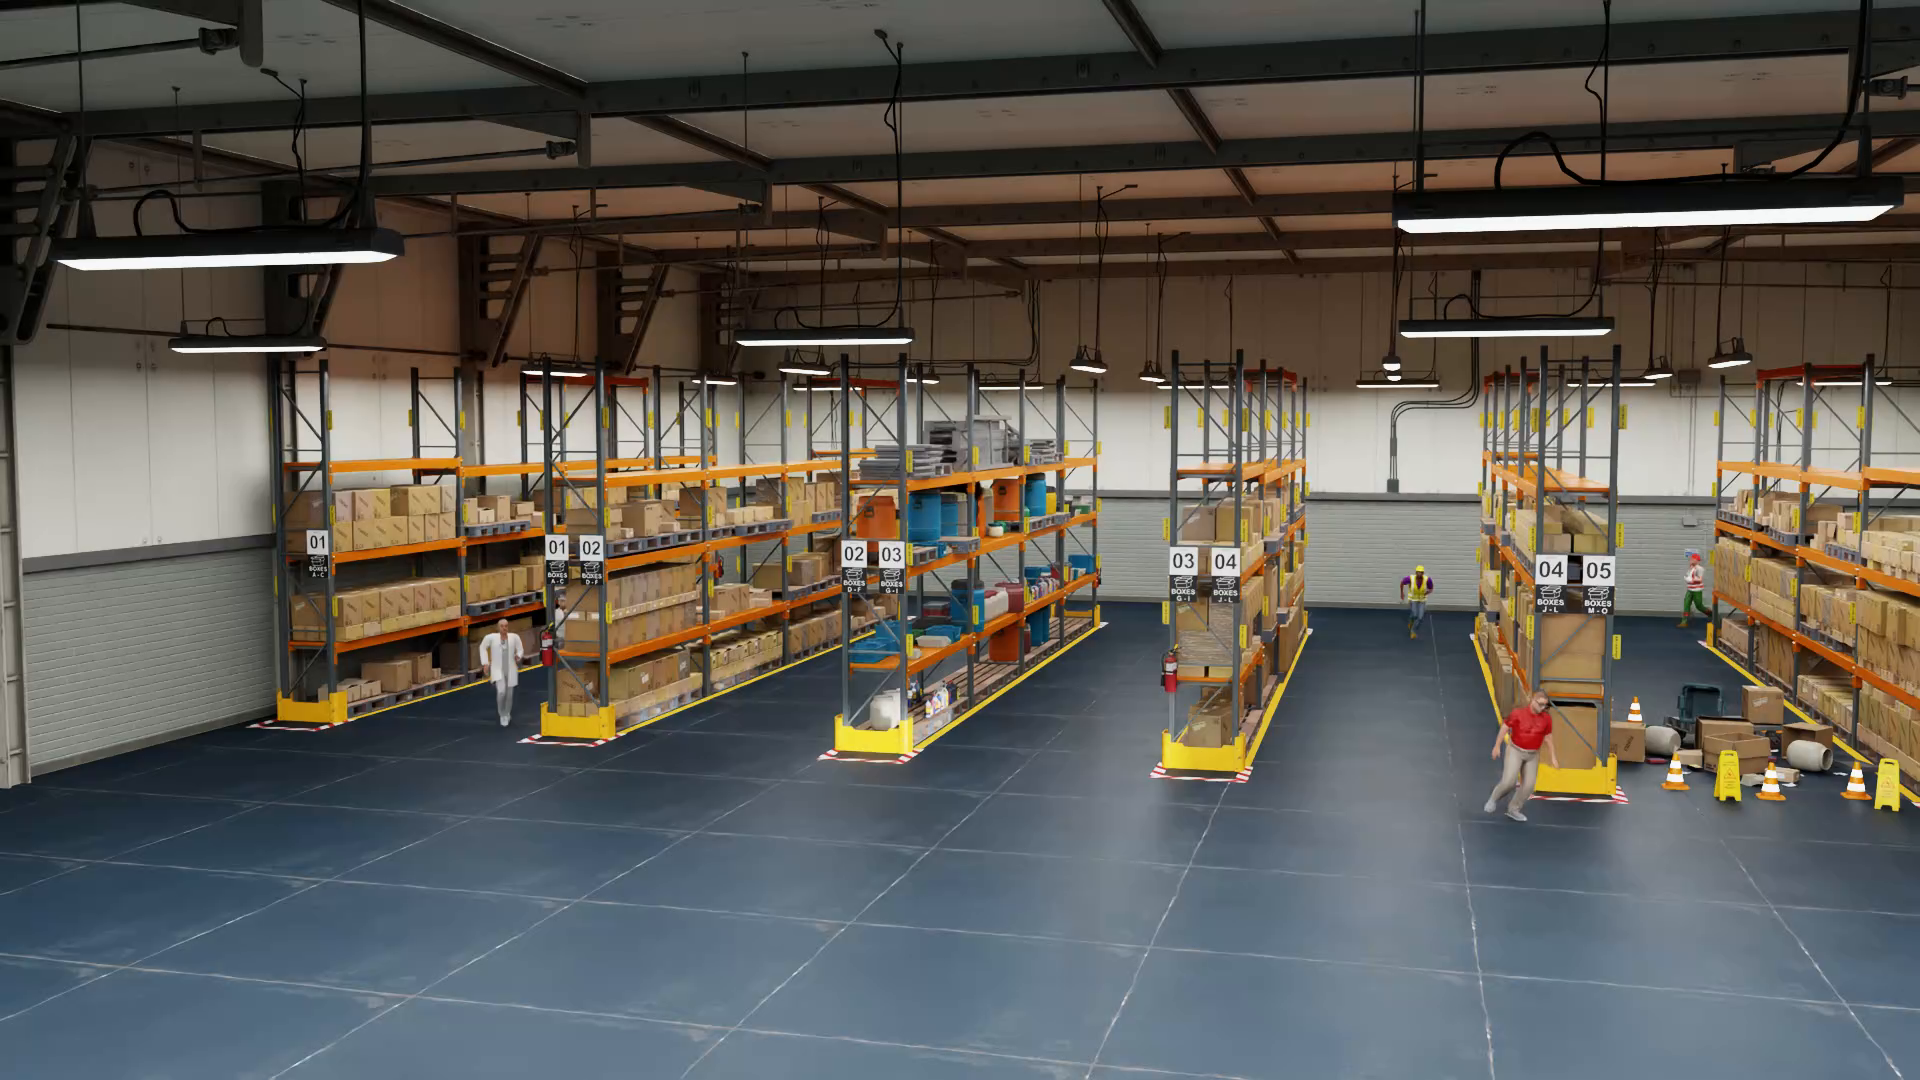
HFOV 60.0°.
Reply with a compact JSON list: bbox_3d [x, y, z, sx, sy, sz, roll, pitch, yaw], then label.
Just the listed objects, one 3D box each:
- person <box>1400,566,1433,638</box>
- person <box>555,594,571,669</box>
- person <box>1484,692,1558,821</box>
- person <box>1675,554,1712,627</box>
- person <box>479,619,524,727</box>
[{"bbox_3d":[10.508,1.421,38.199,0.676,1.682,0.714,0,4,-1],"label":"person"},{"bbox_3d":[-7.548,1.888,31.726,0.547,1.727,0.812,1,4,9],"label":"person"},{"bbox_3d":[7.008,2.679,20.745,0.799,1.648,0.634,0,4,-5],"label":"person"},{"bbox_3d":[17.648,1.213,39.858,0.991,1.769,0.663,0,4,-6],"label":"person"},{"bbox_3d":[-7.497,2.179,27.281,0.676,1.791,0.890,-2,5,-27],"label":"person"}]
